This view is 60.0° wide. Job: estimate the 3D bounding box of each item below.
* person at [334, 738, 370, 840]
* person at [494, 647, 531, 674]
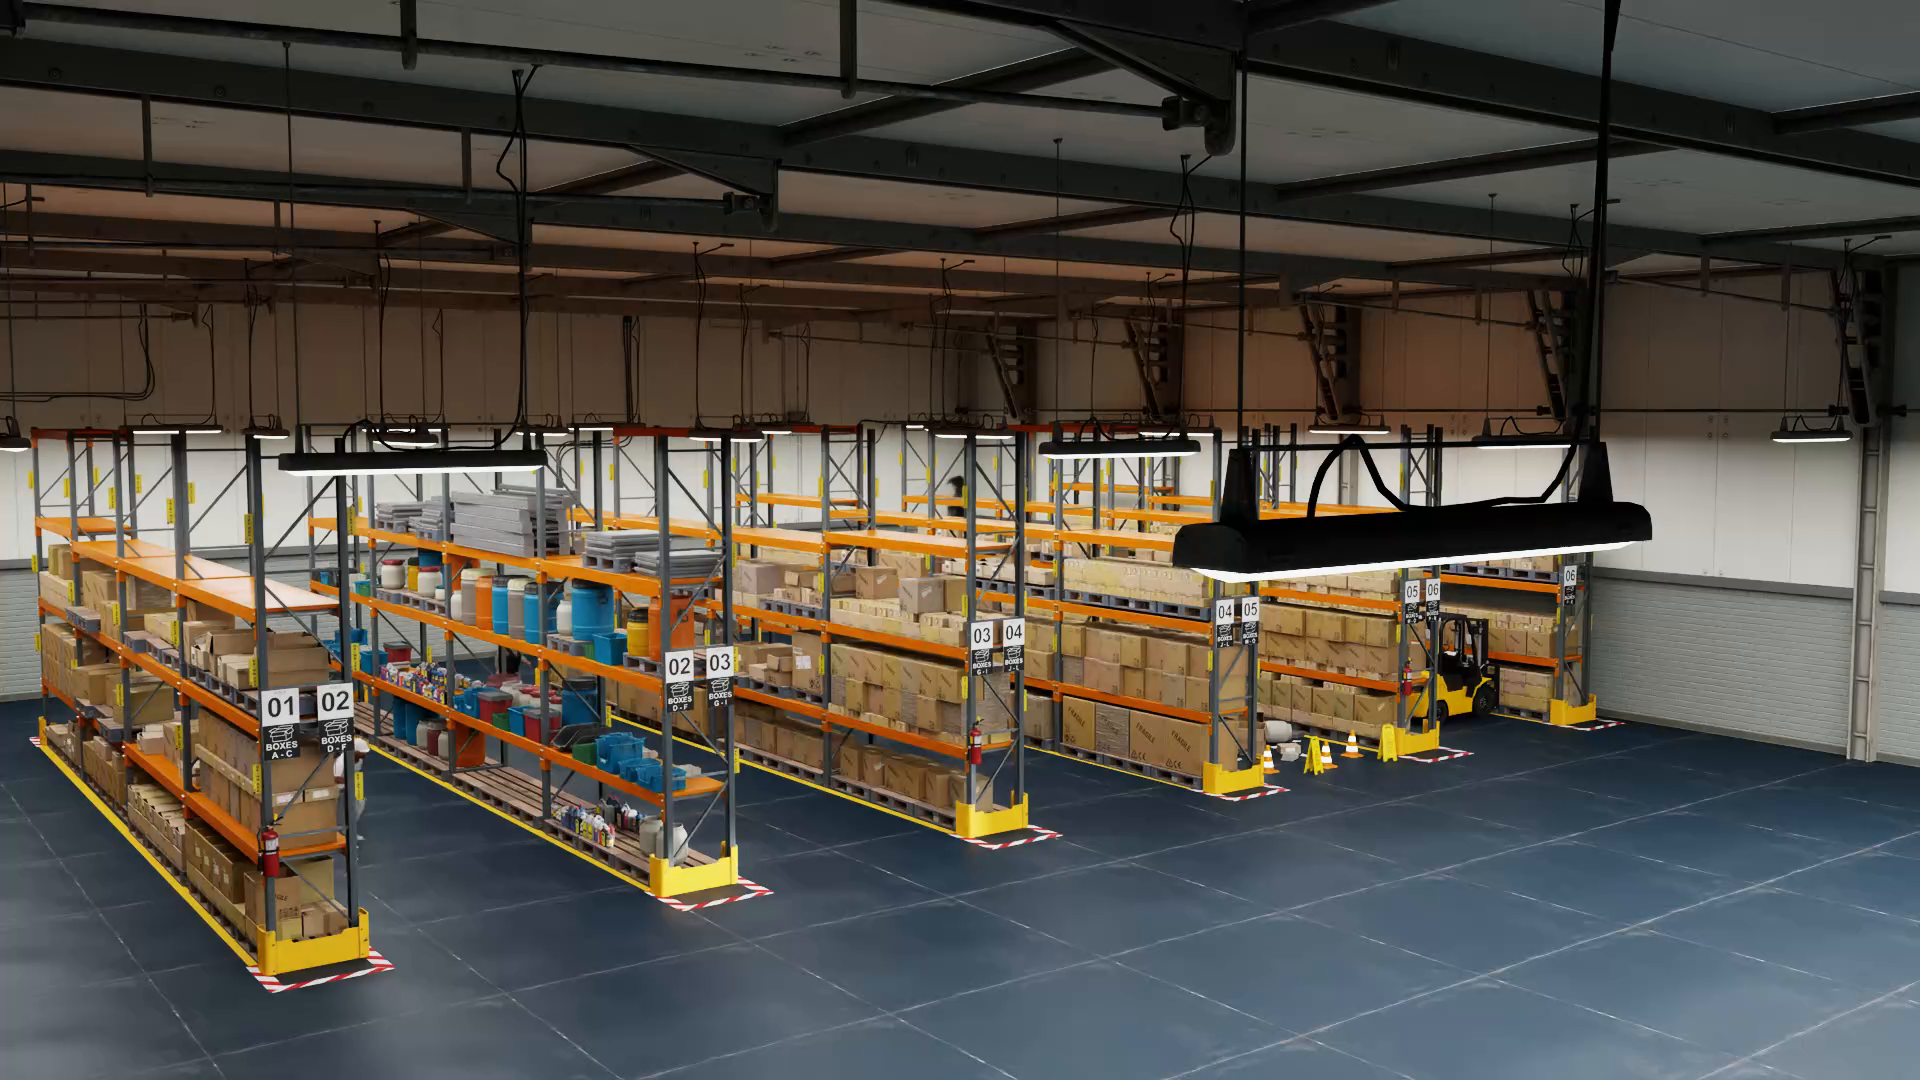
[{"bbox_3d":[-9.151,3.654,24.548,1.192,1.545,0.689,2,5,25],"label":"person"},{"bbox_3d":[-9.383,2.802,34.899,0.830,1.685,0.653,1,5,15],"label":"person"}]
